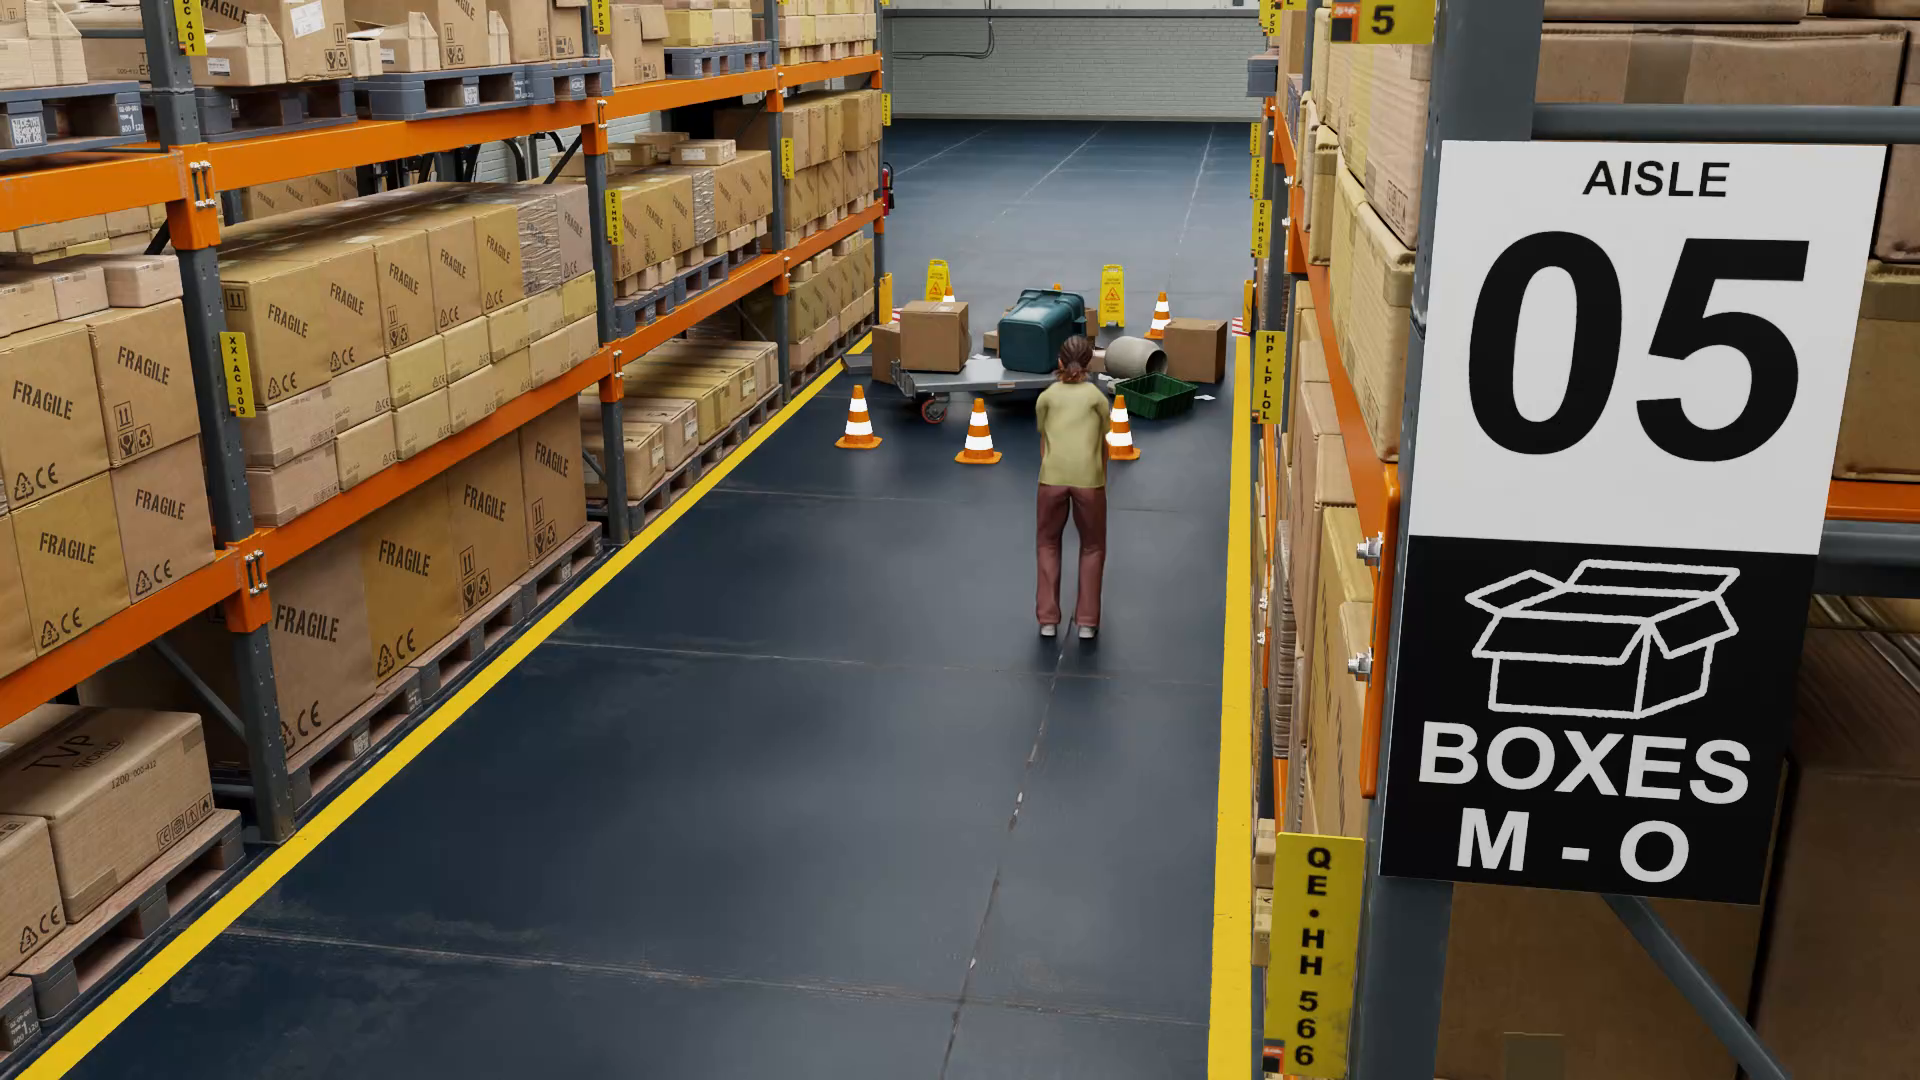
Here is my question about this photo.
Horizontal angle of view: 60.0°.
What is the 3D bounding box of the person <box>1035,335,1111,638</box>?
[{"bbox_3d":[0.607,-0.283,9.065,0.404,1.597,0.538,3,18,8],"label":"person"}]
